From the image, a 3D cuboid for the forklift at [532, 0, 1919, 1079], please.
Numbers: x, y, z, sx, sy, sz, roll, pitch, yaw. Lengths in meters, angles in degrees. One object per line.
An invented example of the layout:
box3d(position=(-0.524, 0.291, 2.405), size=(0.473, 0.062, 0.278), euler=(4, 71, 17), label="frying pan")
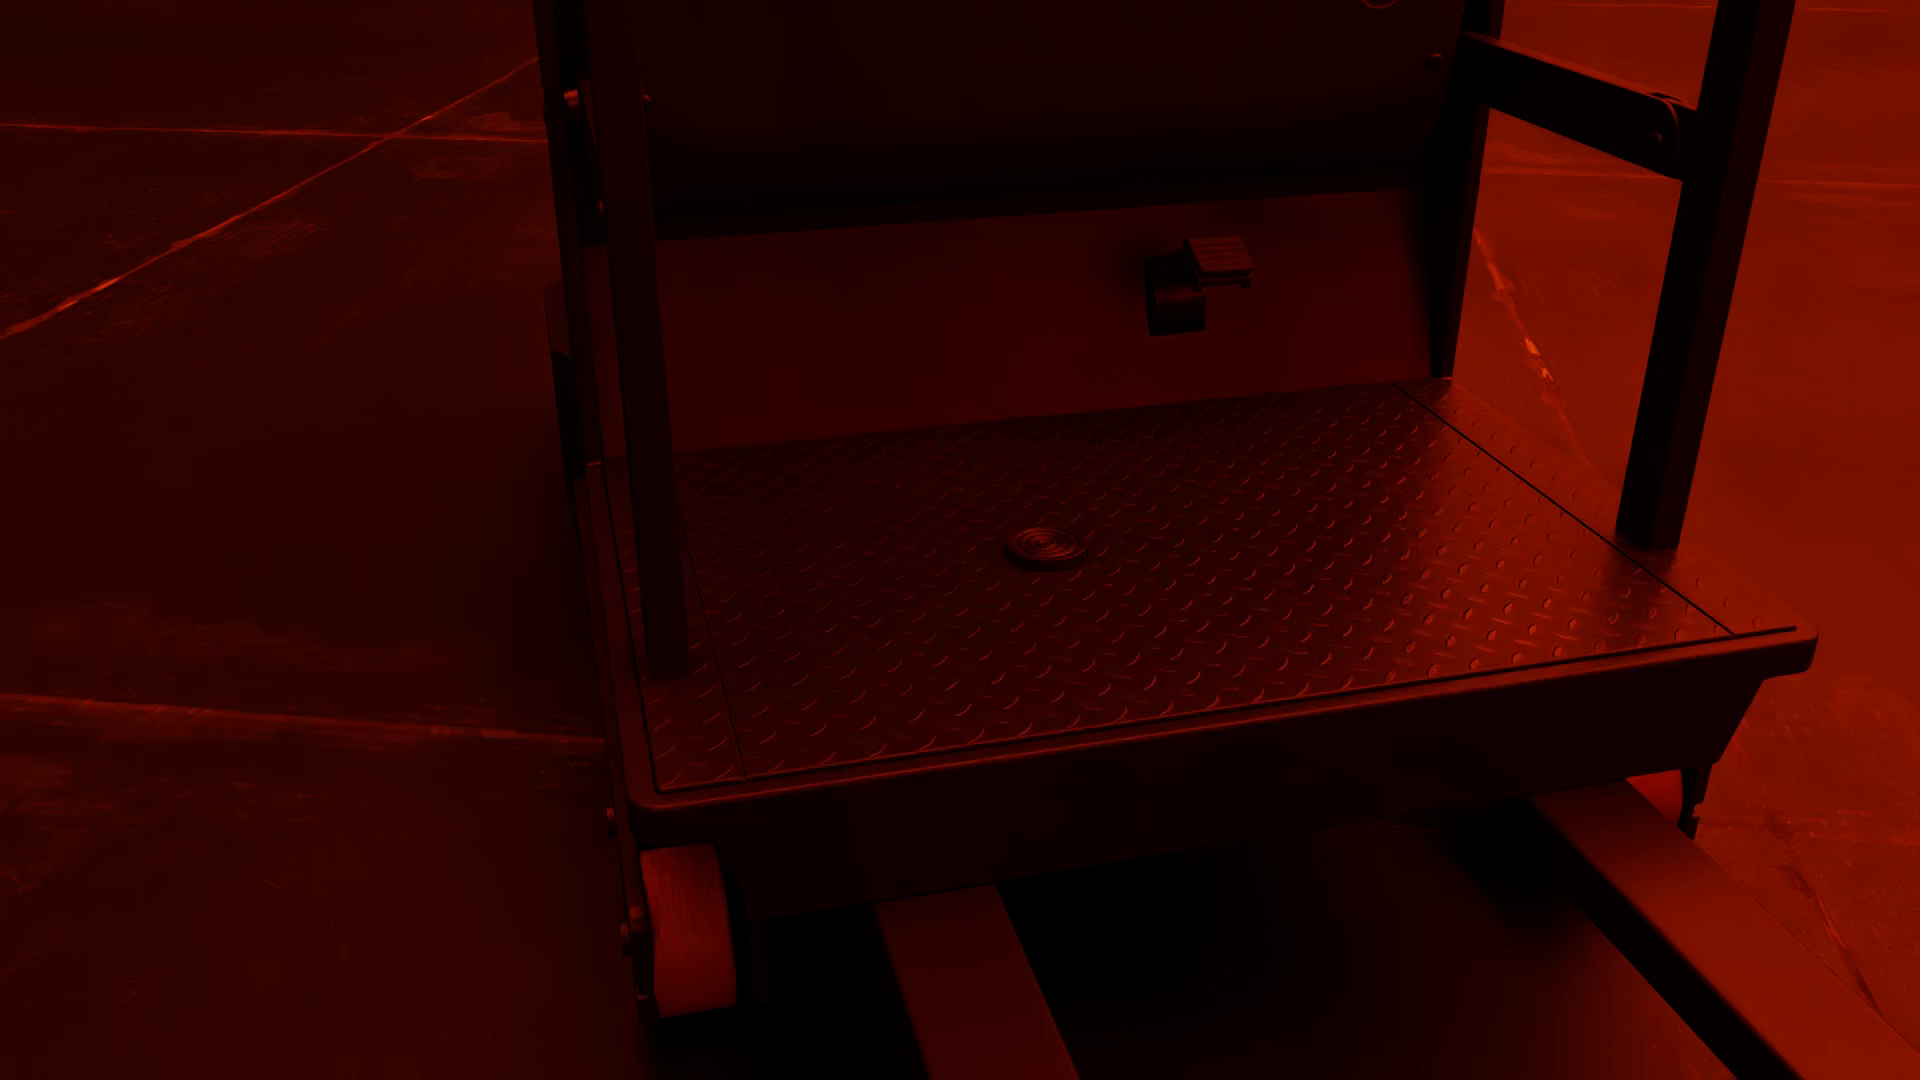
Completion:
box3d(position=(0.153, -1.049, 1.319), size=(1.130, 2.935, 3.031), euler=(-7, 27, -13), label="forklift")
